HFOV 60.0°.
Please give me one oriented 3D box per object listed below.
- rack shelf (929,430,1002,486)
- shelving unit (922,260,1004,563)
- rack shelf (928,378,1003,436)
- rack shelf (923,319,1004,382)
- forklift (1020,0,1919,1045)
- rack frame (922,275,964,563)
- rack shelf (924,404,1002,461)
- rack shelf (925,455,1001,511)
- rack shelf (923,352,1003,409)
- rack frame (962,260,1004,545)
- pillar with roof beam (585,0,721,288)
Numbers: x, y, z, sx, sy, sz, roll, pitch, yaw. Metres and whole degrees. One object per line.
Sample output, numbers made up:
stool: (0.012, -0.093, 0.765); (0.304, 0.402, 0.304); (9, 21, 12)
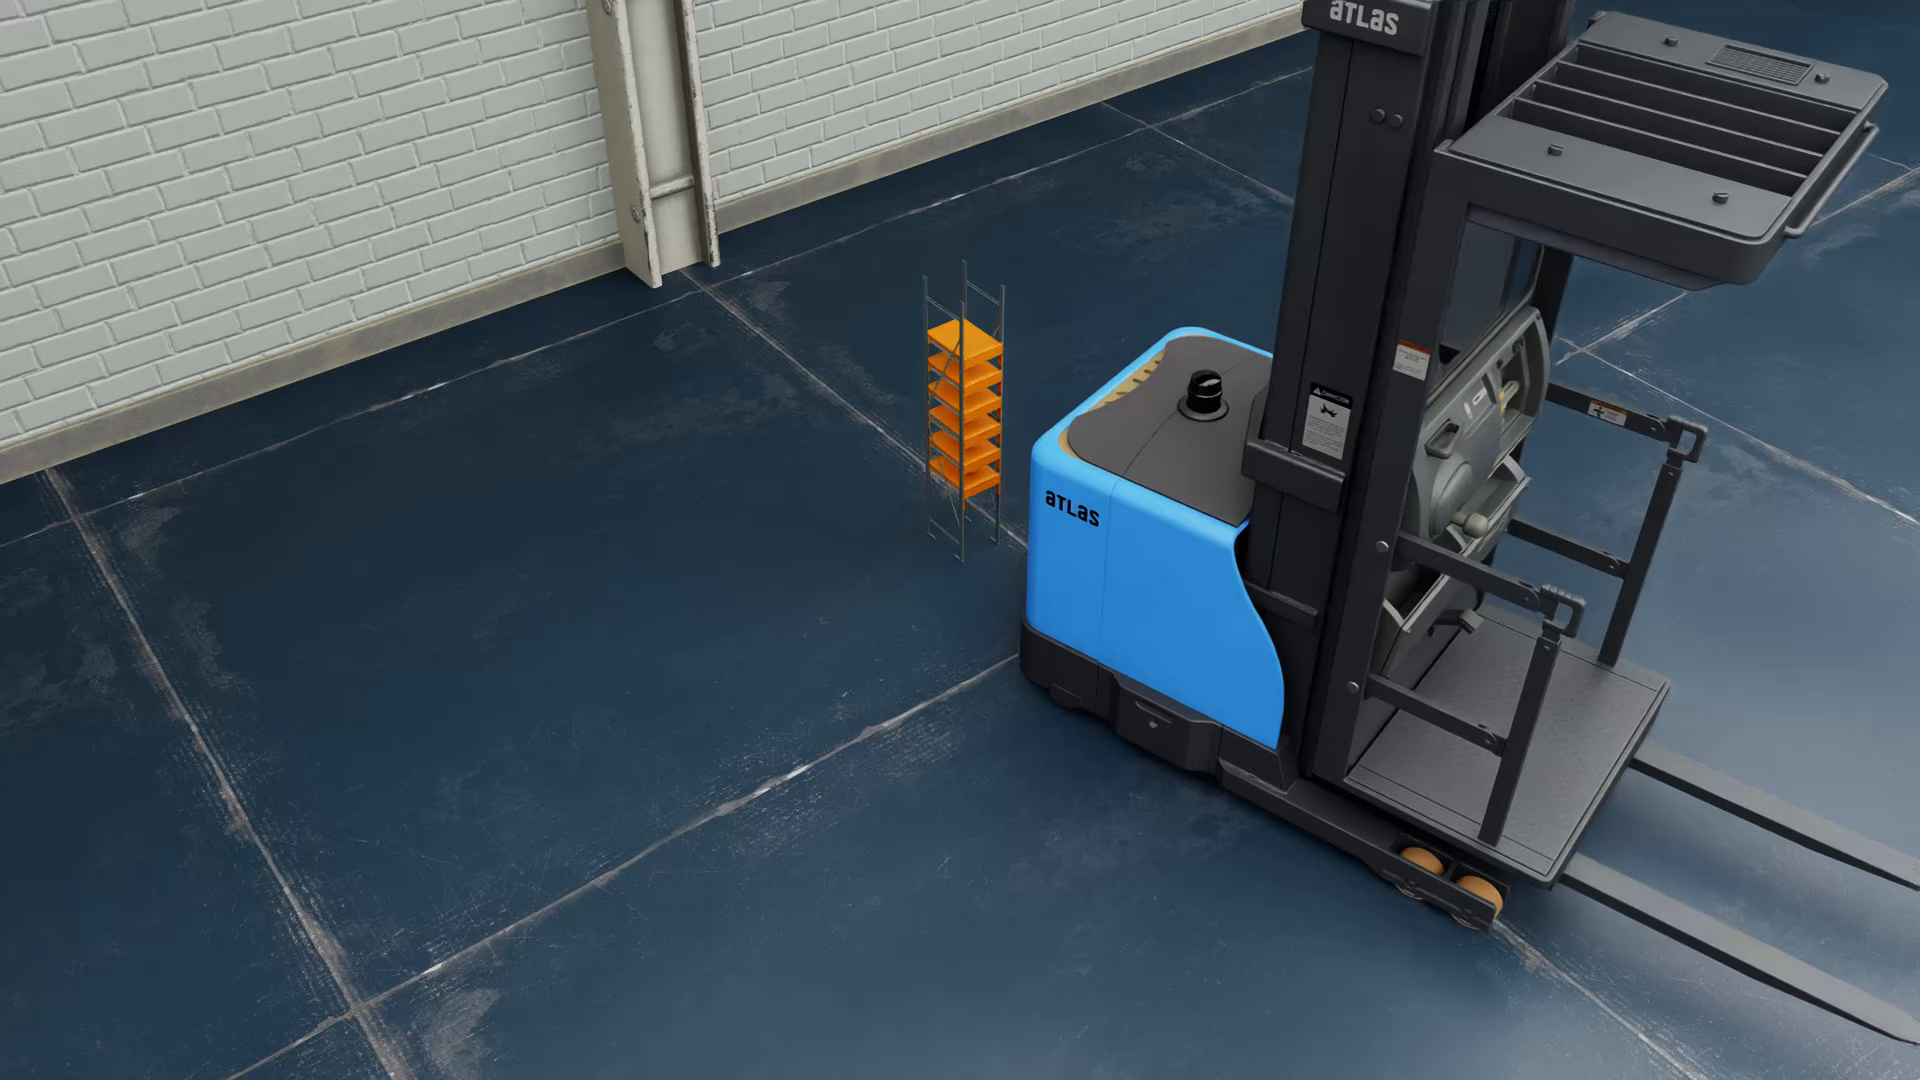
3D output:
rack shelf: (0.011, -0.342, 6.481); (0.180, 0.103, 0.258); (-26, 46, -28)
shelving unit: (0.011, -0.469, 6.376); (0.189, 1.200, 0.258); (-26, 46, -28)
rack shelf: (0.011, -0.528, 6.328); (0.180, 0.103, 0.258); (-26, 46, -28)
rack shelf: (0.011, -0.713, 6.176); (0.180, 0.103, 0.258); (-26, 46, -28)
forklift: (1.699, -0.291, 4.794); (3.031, 2.935, 1.130); (26, 46, 28)
rack frame: (-0.061, -0.434, 6.333); (0.006, 1.200, 0.240); (-26, 46, -28)
rack shelf: (0.011, -0.435, 6.404); (0.180, 0.103, 0.258); (-26, 46, -28)
rack shelf: (0.011, -0.250, 6.557); (0.180, 0.103, 0.258); (-26, 46, -28)
rack shelf: (0.011, -0.621, 6.252); (0.180, 0.103, 0.258); (-26, 46, -28)
rack frame: (0.084, -0.505, 6.419); (0.006, 1.200, 0.240); (-26, 46, -28)
pillar with roof beam: (1.158, -2.720, 2.970); (0.400, 9.000, 9.100); (-26, 46, -28)
